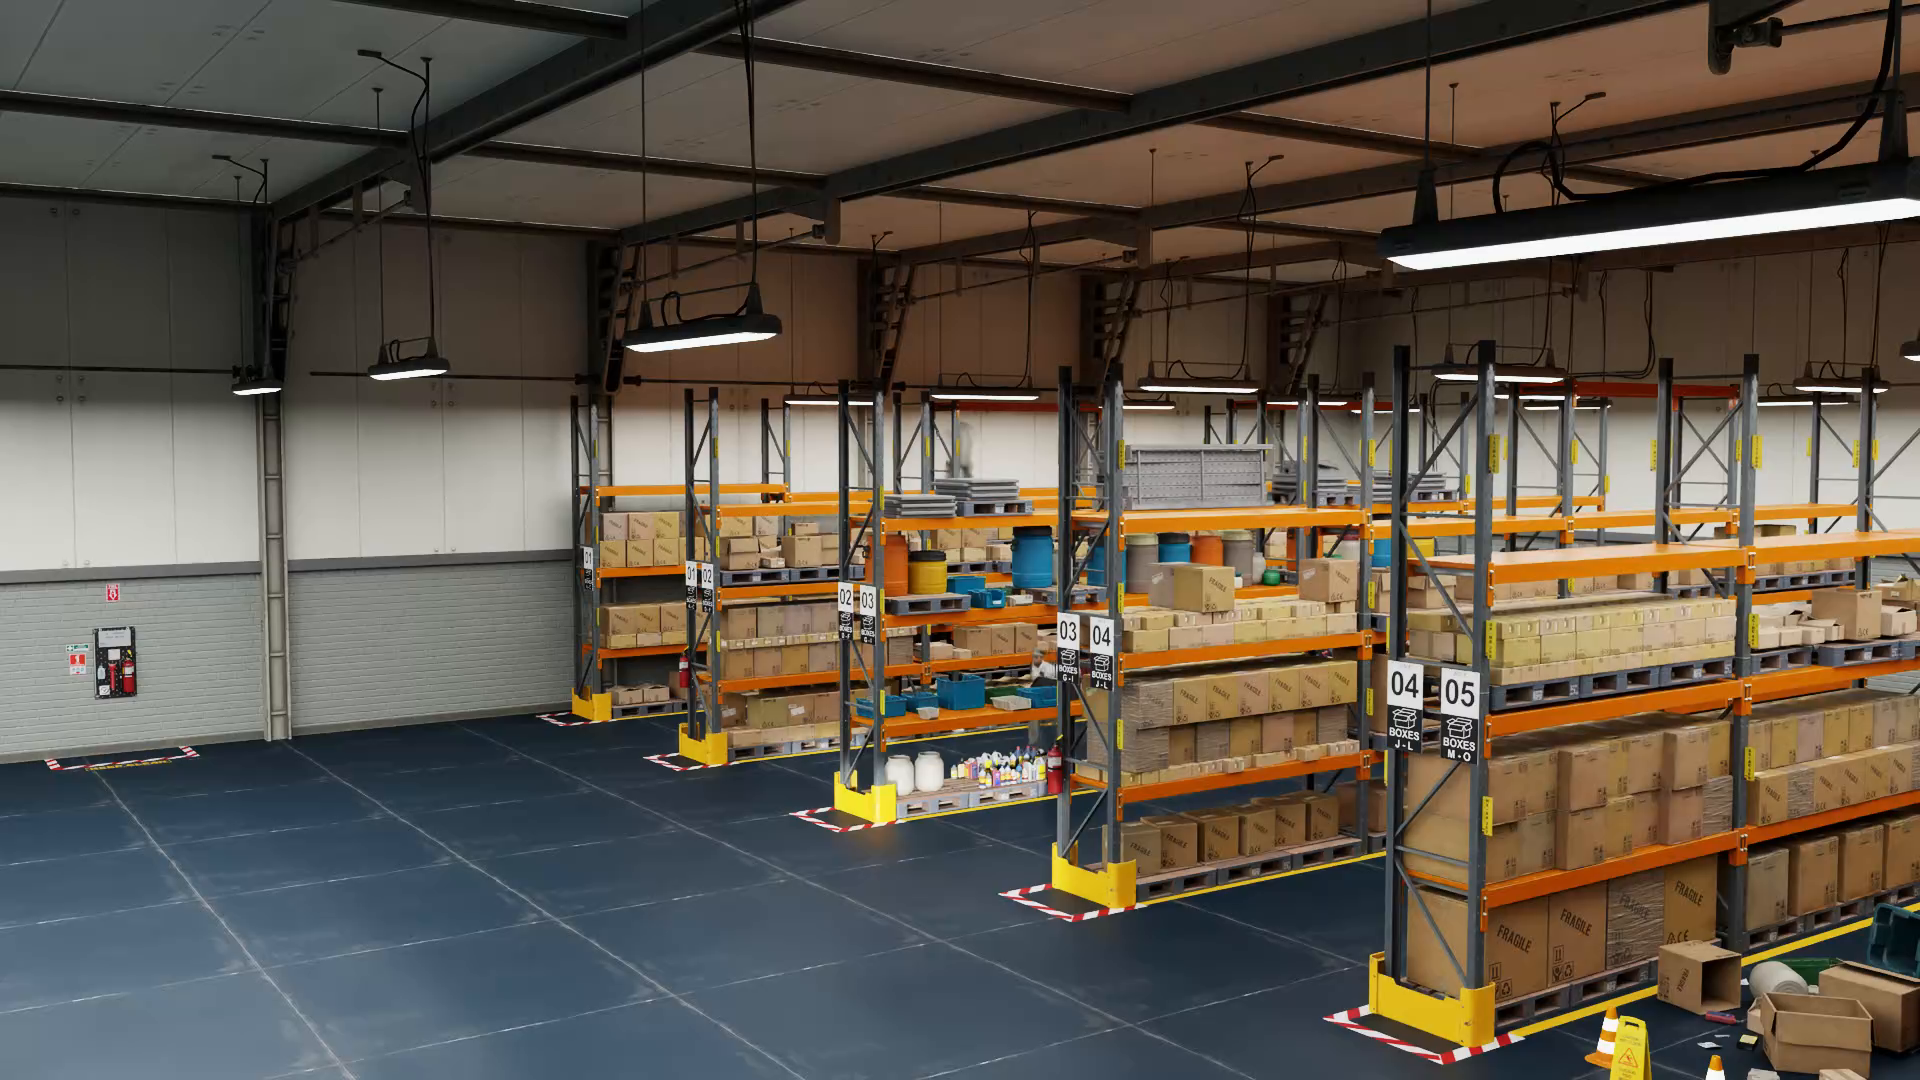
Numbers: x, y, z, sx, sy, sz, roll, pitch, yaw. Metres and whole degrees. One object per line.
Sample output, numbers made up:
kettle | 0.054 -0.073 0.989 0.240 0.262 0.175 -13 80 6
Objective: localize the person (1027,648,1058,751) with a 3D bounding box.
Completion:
person | 1.471 2.657 27.487 0.659 1.799 0.990 3 5 44
